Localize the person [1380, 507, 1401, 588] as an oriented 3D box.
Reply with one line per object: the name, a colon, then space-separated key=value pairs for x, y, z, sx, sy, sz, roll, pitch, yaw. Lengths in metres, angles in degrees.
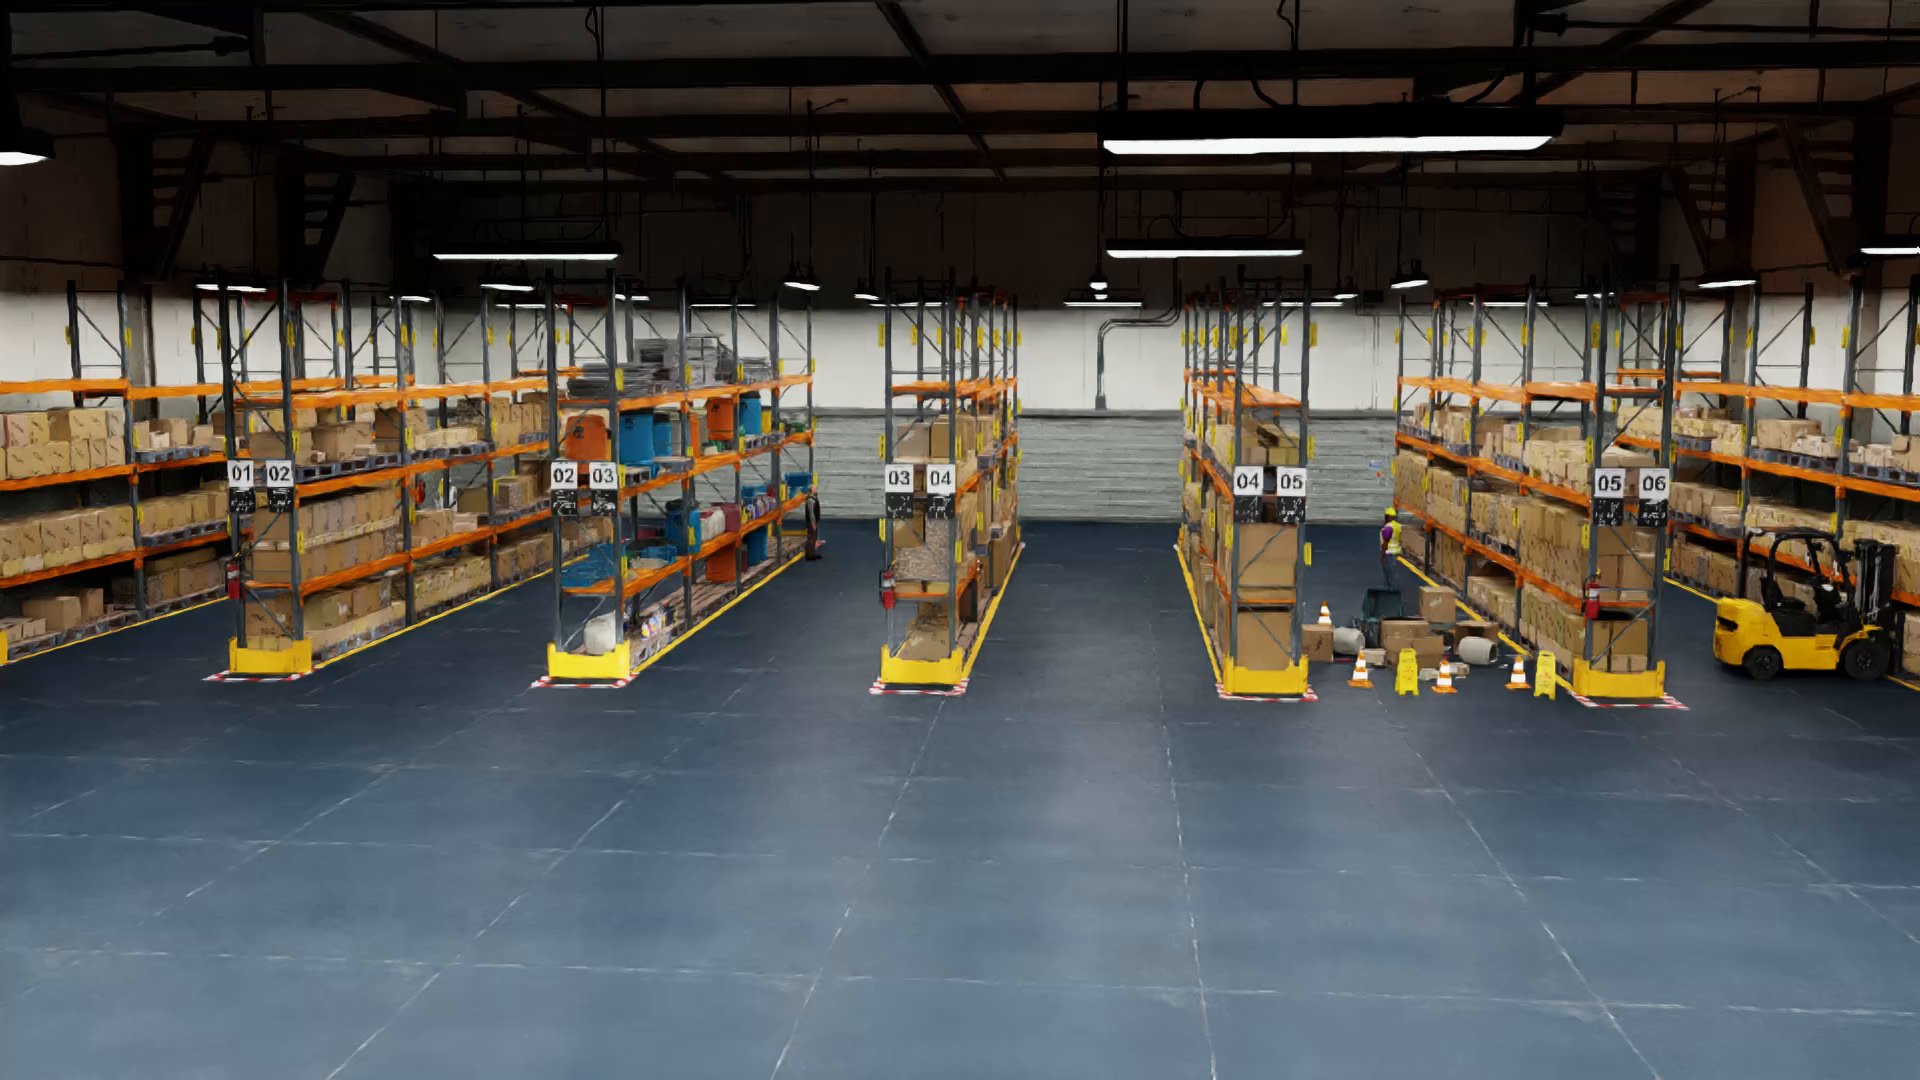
person: x=8.197 y=0.248 z=31.853 sx=0.591 sy=1.763 sz=0.685 roll=4 pitch=8 yaw=29

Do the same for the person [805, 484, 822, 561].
person: x=-3.305 y=-0.414 z=37.402 sx=0.386 sy=1.727 sz=0.653 roll=0 pitch=7 yaw=-2

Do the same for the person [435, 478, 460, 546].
person: x=-12.271 y=-0.689 z=39.897 sx=0.677 sy=1.725 sz=0.574 roll=0 pitch=7 yaw=3
